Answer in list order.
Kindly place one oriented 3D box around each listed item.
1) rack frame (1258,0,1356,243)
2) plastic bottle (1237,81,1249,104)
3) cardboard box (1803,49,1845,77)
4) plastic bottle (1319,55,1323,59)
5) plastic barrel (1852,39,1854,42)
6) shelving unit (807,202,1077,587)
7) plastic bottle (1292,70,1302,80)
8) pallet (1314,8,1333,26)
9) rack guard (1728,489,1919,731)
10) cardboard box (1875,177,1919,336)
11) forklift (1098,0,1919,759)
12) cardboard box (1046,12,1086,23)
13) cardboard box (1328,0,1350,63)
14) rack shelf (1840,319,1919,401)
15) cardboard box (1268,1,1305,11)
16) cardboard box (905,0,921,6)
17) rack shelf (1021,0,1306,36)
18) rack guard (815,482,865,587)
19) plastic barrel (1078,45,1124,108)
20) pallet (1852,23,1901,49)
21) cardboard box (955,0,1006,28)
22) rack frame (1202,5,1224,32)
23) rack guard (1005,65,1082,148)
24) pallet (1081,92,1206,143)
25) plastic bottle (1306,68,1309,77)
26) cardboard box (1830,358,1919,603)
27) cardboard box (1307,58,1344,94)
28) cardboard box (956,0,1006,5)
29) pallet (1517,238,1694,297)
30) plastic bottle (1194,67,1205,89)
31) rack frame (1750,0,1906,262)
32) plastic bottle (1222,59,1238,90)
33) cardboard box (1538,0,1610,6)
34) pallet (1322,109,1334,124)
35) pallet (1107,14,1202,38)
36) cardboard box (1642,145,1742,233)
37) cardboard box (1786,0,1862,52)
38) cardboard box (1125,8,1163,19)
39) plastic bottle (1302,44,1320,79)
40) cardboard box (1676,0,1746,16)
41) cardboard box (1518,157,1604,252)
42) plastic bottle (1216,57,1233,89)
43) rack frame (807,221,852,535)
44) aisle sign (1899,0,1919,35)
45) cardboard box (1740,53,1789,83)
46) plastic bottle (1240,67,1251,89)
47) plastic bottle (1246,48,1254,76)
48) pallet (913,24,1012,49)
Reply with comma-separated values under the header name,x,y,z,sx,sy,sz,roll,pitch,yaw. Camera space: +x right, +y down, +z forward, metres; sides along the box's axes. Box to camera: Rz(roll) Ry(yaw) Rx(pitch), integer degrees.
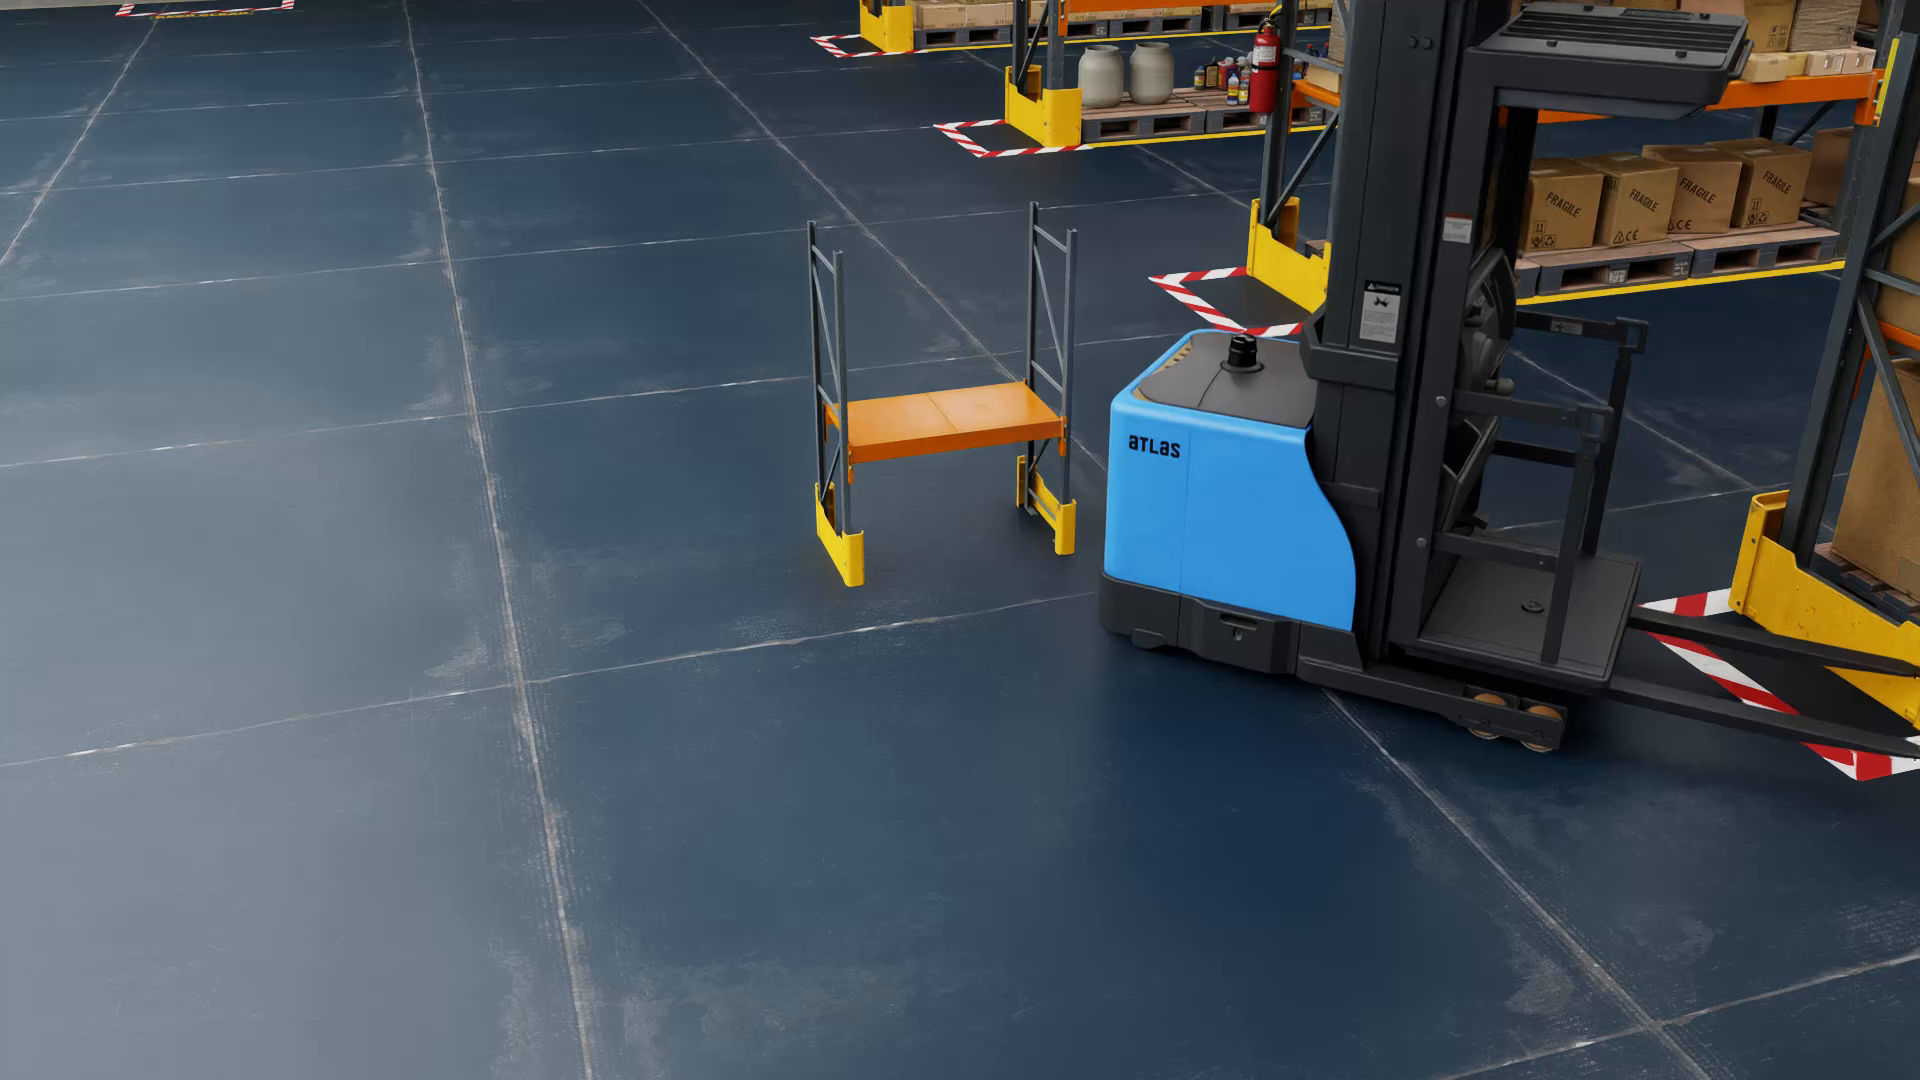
name,x,y,z,sx,sy,sz,roll,pitch,yaw
rack frame,2.229,-2.968,10.355,0.127,3.000,1.000,-8,28,-16
plastic bottle,2.614,-4.138,15.364,0.097,0.201,0.097,0,26,0
cardboard box,5.678,-3.222,11.149,0.250,0.149,0.380,-8,28,-16
plastic bottle,3.502,-4.581,16.178,0.097,0.271,0.097,0,26,0
plastic barrel,9.271,-5.428,17.635,0.421,0.512,0.421,0,26,0
shelving unit,-0.072,-0.661,7.395,1.083,1.500,0.587,-8,28,-16
plastic bottle,3.129,-4.244,15.498,0.097,0.271,0.097,0,26,0
pallet,4.818,-6.746,21.102,1.213,0.211,1.003,-8,28,-16
rack guard,3.646,0.266,6.652,0.348,0.500,1.175,-8,28,-16
cardboard box,4.007,-0.994,6.211,0.550,0.550,0.875,-8,28,-16
forklift,2.127,-0.797,6.060,3.031,2.935,1.130,13,29,24
cardboard box,1.170,-6.299,19.685,0.500,0.250,0.500,-8,28,-16
cardboard box,2.760,-3.210,10.396,0.500,0.500,0.875,-8,28,-16
rack shelf,5.570,-0.810,6.817,4.000,0.370,1.077,-8,28,-16
cardboard box,3.914,-6.685,20.462,0.500,0.250,0.500,-8,27,-15
cardboard box,-0.417,-6.312,19.711,0.500,0.250,0.500,-8,28,-16
rack shelf,2.596,-5.015,15.288,4.000,0.370,1.077,-8,28,-16
rack guard,-0.546,-0.033,7.535,0.087,0.250,0.587,-8,28,-16
plastic barrel,1.297,-4.259,15.281,0.421,0.512,0.421,0,26,0
pallet,6.804,-3.476,11.595,1.213,0.211,1.003,-8,28,-16
cardboard box,0.217,-6.164,19.412,0.500,0.250,0.500,-8,28,-16
rack frame,2.968,-7.708,19.902,0.127,3.000,1.000,-8,28,-16
rack guard,0.752,-3.973,15.190,0.348,0.500,1.175,-8,28,-16
pallet,1.527,-3.953,15.475,1.213,0.211,1.003,-8,28,-16
plastic bottle,3.330,-4.288,15.582,0.135,0.276,0.152,-8,27,-15
cardboard box,4.293,-0.215,6.726,0.875,0.875,0.875,-8,28,-16
cardboard box,2.436,-2.982,10.666,0.250,0.149,0.380,-8,28,-16
cardboard box,0.218,-6.499,19.244,0.500,0.500,0.500,-8,28,-16
pallet,4.242,-1.993,11.526,1.213,0.211,1.003,-8,28,-16
plastic bottle,2.305,-4.444,15.980,0.097,0.201,0.097,0,26,0
rack frame,6.032,-3.519,11.464,0.127,3.000,1.000,-8,28,-16
plastic bottle,2.587,-4.459,15.918,0.133,0.283,0.061,-8,28,-16
cardboard box,3.687,-3.380,10.738,0.500,0.500,0.875,-8,28,-16
pallet,3.847,-4.289,16.152,1.213,0.211,1.003,-8,28,-16
pallet,2.199,-6.367,20.337,1.213,0.211,1.003,-8,28,-16
cardboard box,5.097,-2.467,11.685,0.500,0.500,0.500,0,26,0
cardboard box,5.585,-3.661,11.304,0.500,0.500,0.875,-8,28,-16
cardboard box,2.116,-6.443,19.975,0.500,0.250,0.500,-8,28,-16
plastic bottle,3.423,-4.662,16.251,0.185,0.351,0.144,-9,28,-18
cardboard box,4.654,-3.495,10.971,0.500,0.500,0.875,-8,28,-16
cardboard box,3.986,-2.290,11.329,0.500,0.500,0.500,-6,27,-11
plastic bottle,2.553,-4.500,16.010,0.135,0.276,0.152,-8,28,-16
rack frame,-0.564,-0.590,7.252,0.032,1.500,0.500,-8,28,-16
aisle sign,3.508,-2.138,5.760,0.004,0.787,0.394,-8,28,-16
cardboard box,5.218,-3.131,10.967,0.250,0.149,0.380,-8,28,-16
plastic bottle,2.742,-4.436,15.964,0.097,0.201,0.097,0,26,0
plastic bottle,2.842,-4.578,16.081,0.185,0.351,0.144,-7,27,-14
pallet,-0.121,-6.031,19.661,1.213,0.211,1.003,-8,28,-16
